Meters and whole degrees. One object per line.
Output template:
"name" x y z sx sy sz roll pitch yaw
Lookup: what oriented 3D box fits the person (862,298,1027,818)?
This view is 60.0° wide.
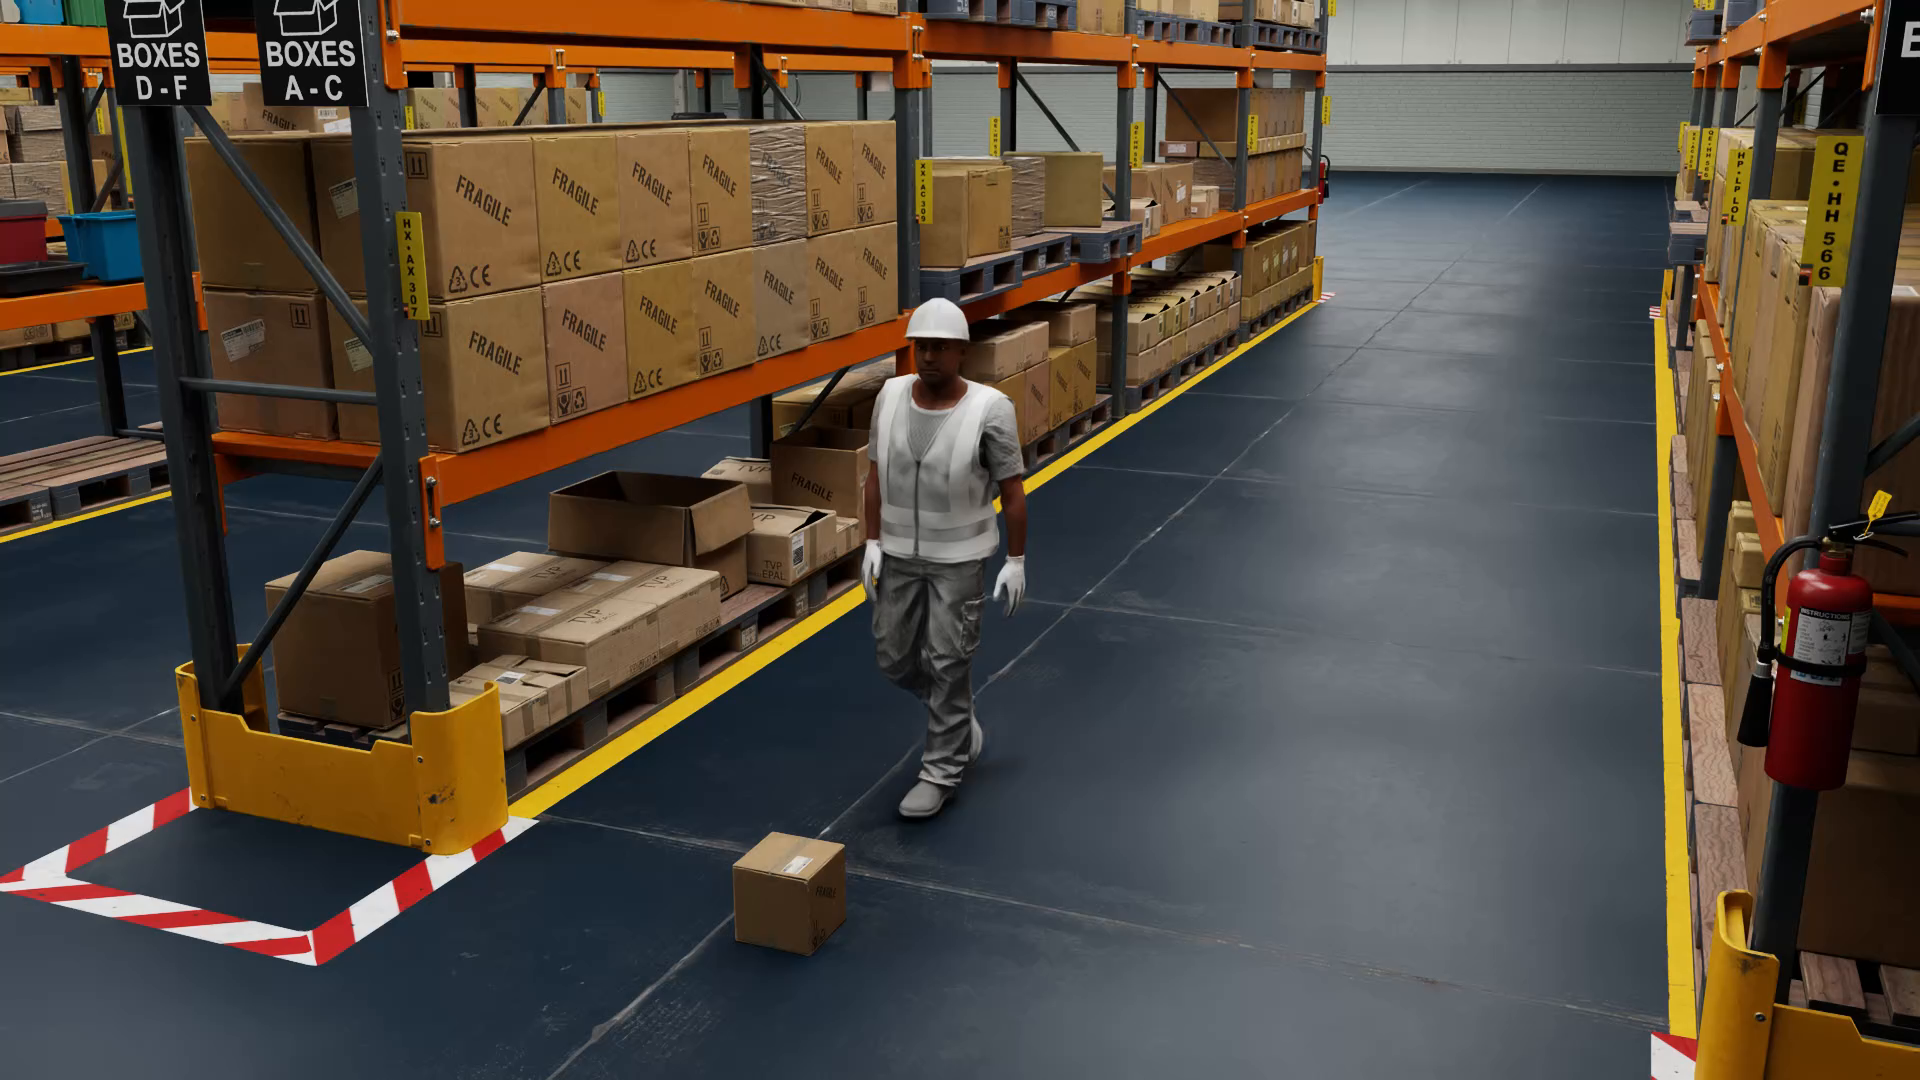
"person" -0.028 0.047 5.780 0.573 1.784 0.646 7 17 25
